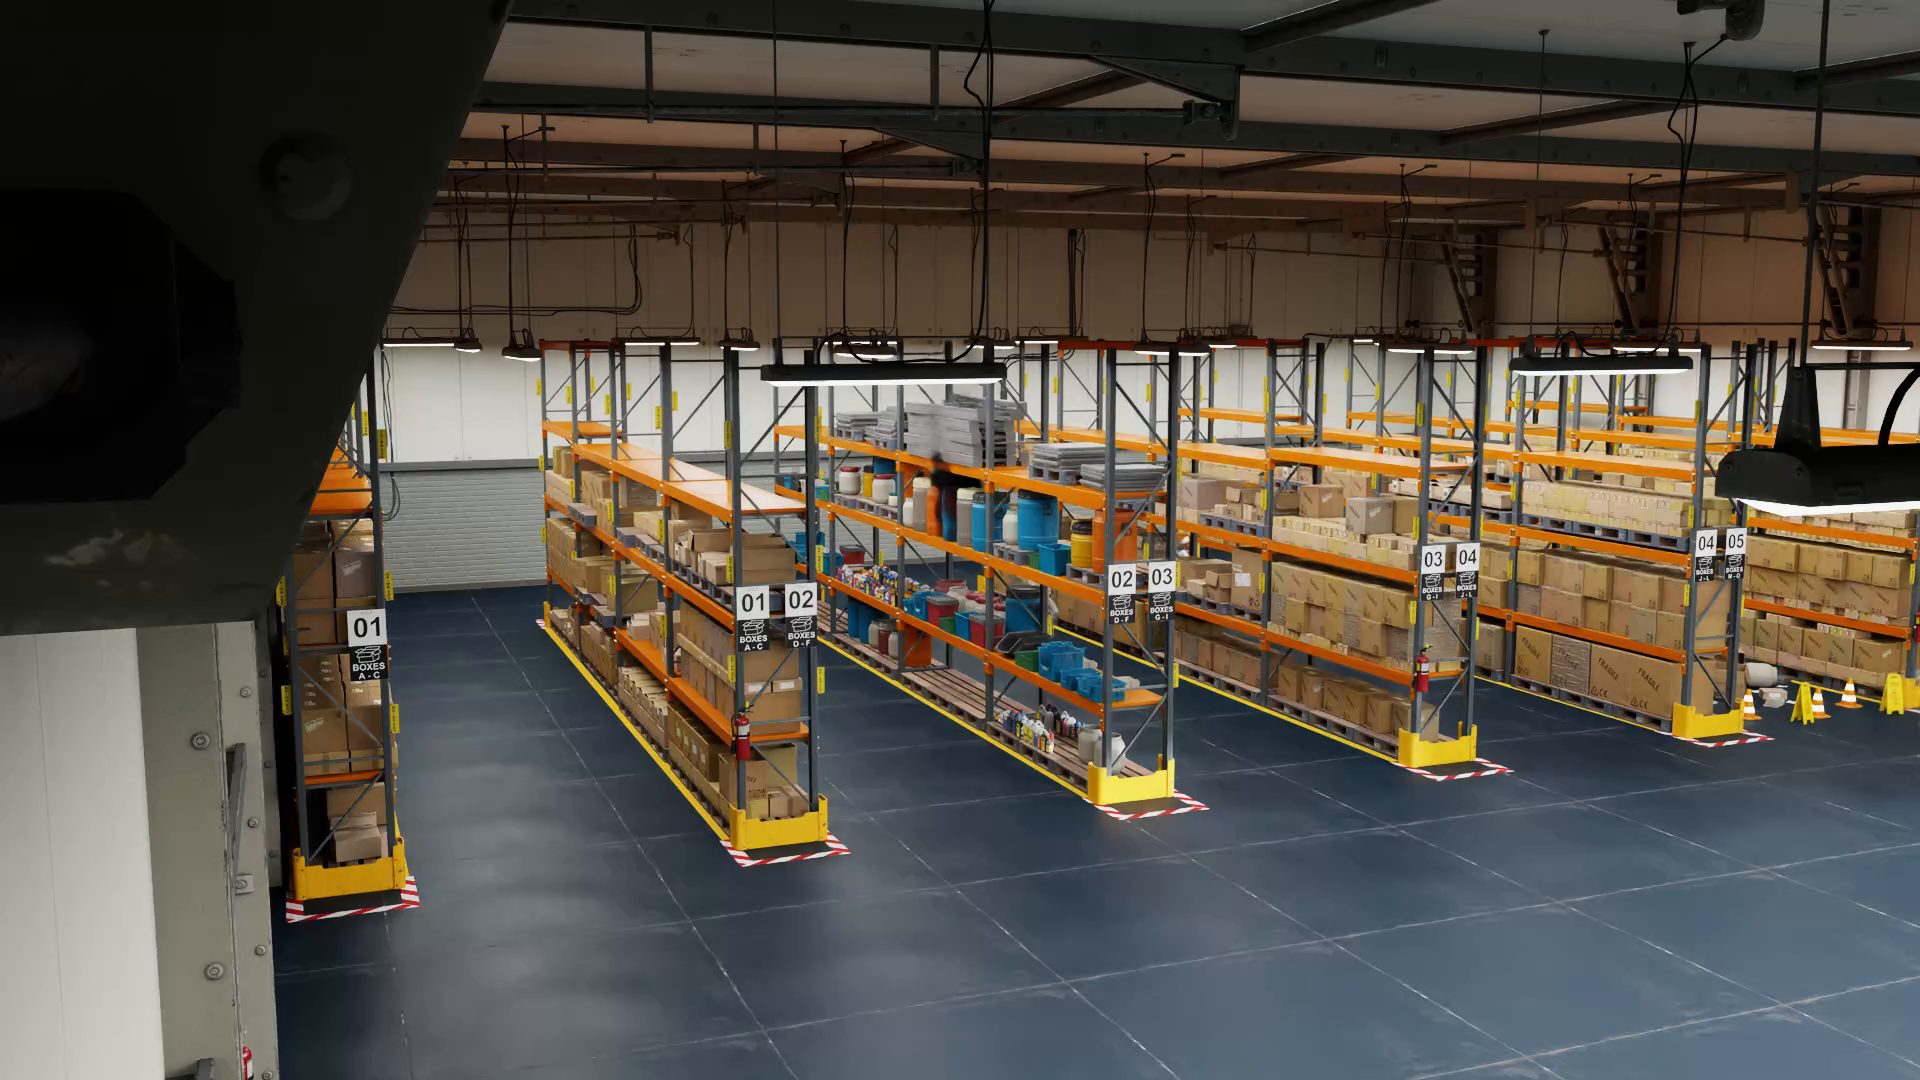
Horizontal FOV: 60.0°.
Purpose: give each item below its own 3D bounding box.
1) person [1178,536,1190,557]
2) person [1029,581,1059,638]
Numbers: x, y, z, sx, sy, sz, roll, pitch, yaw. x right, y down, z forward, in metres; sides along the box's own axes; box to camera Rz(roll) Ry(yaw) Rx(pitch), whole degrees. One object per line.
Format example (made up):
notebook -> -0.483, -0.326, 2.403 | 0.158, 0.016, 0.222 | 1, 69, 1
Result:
person -> 4.840, 0.822, 35.657 | 0.640, 1.819, 0.791 | -4, 9, -31
person -> 1.614, 1.205, 32.664 | 0.600, 1.677, 0.814 | -3, 8, -23
